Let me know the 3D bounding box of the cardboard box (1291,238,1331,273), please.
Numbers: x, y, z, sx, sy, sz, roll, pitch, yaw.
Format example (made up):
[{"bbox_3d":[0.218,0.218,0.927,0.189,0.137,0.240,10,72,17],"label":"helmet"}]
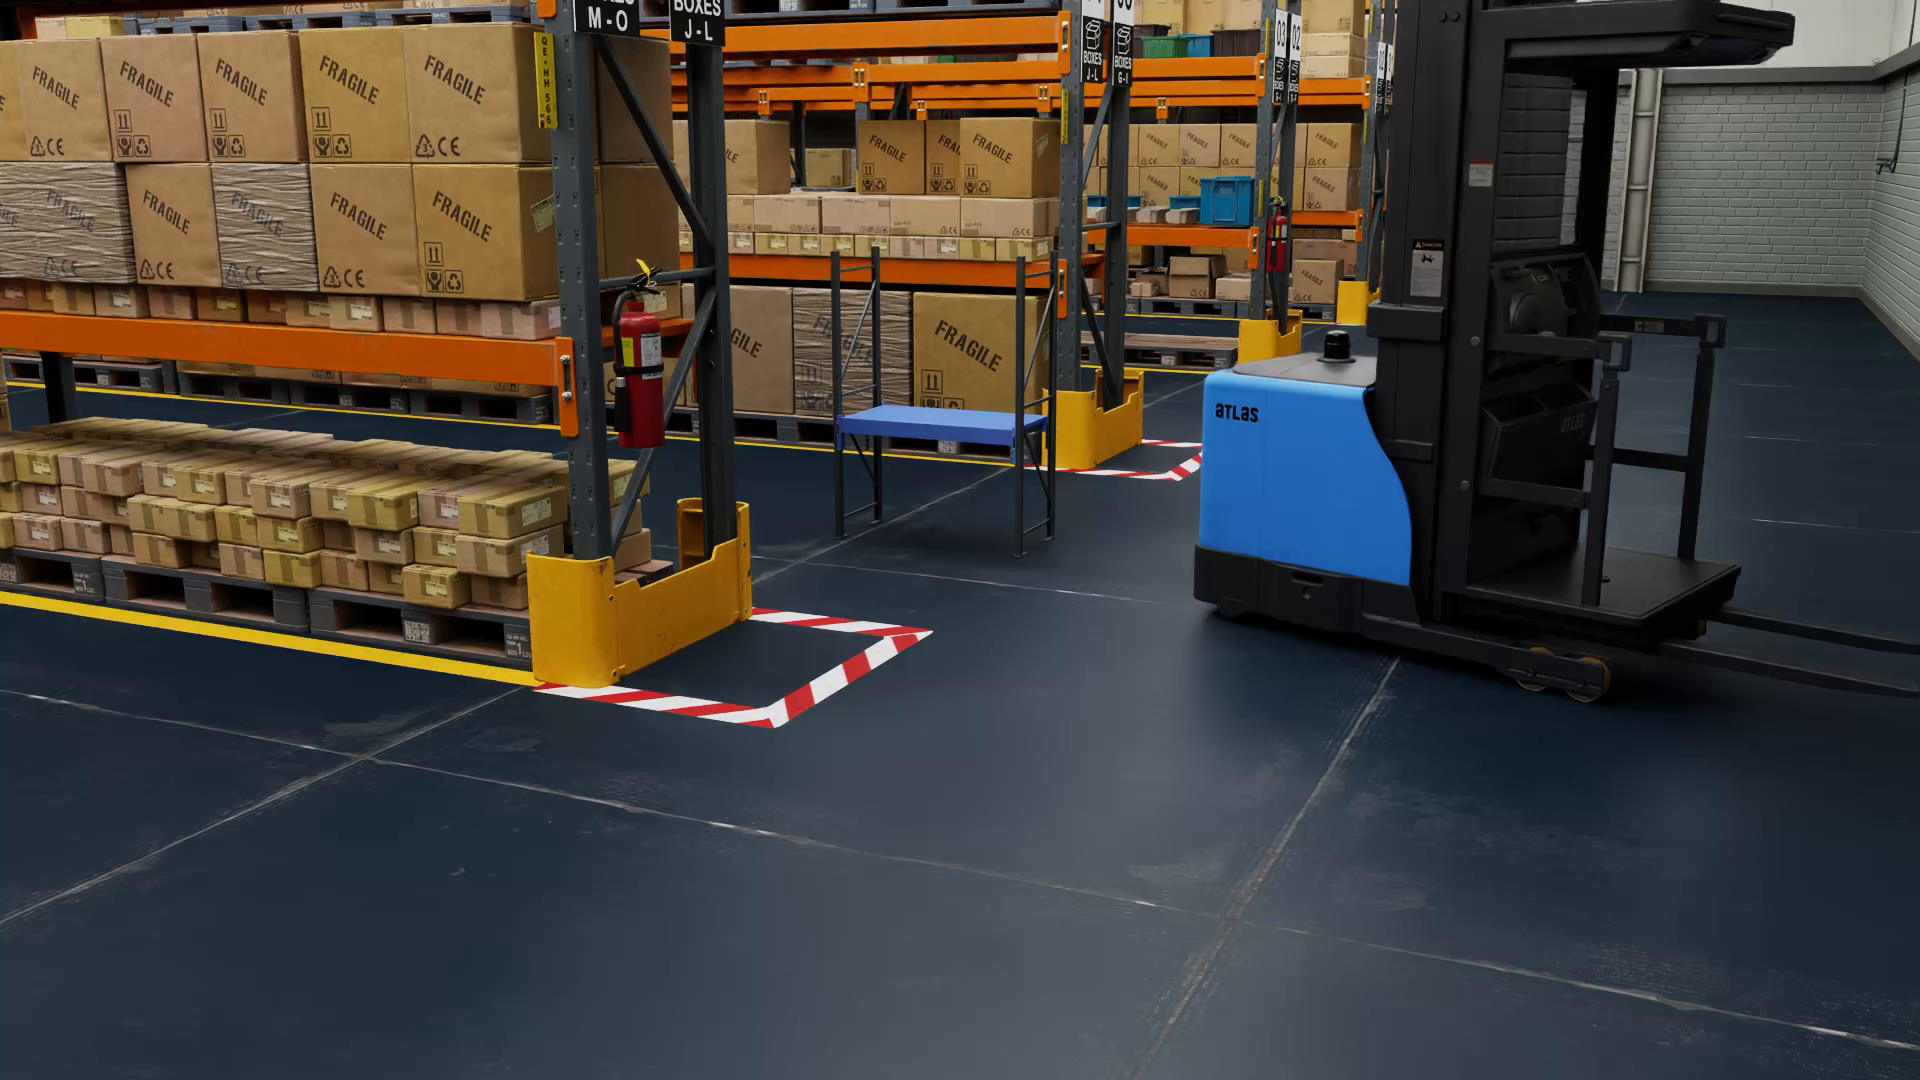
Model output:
[{"bbox_3d":[5.302,-4.274,24.954,0.500,0.500,0.700,5,14,21],"label":"cardboard box"}]

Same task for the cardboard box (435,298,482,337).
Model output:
[{"bbox_3d":[-1.844,-0.899,6.569,0.250,0.149,0.380,6,14,23],"label":"cardboard box"}]

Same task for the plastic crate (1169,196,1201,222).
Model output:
[{"bbox_3d":[2.194,-3.181,15.978,0.300,0.233,0.416,6,14,23],"label":"plastic crate"}]

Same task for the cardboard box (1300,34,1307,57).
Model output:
[{"bbox_3d":[3.867,-5.786,19.513,0.500,0.250,0.500,6,14,23],"label":"cardboard box"}]

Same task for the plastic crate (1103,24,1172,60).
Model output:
[{"bbox_3d":[1.602,-4.709,15.827,0.767,0.338,0.504,6,14,23],"label":"plastic crate"}]

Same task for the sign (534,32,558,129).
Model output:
[{"bbox_3d":[-1.463,-1.623,5.878,0.005,0.325,0.100,6,14,23],"label":"sign"}]

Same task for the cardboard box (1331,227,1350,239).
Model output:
[{"bbox_3d":[5.723,-4.597,24.912,0.250,0.149,0.380,6,14,24],"label":"cardboard box"}]

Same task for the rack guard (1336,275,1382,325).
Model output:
[{"bbox_3d":[4.828,-2.905,20.039,0.348,0.500,1.175,6,14,23],"label":"rack guard"}]

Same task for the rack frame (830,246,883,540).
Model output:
[{"bbox_3d":[-0.543,-0.785,8.818,0.032,1.500,0.500,6,14,23],"label":"rack frame"}]

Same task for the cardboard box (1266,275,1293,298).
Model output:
[{"bbox_3d":[4.058,-3.146,20.651,0.500,0.250,0.500,6,14,23],"label":"cardboard box"}]

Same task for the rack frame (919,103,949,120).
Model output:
[{"bbox_3d":[-0.414,-5.890,27.289,0.127,3.000,1.000,6,14,23],"label":"rack frame"}]

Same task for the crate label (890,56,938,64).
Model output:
[{"bbox_3d":[-0.439,-4.677,16.131,0.466,0.136,0.293,6,14,23],"label":"crate label"}]

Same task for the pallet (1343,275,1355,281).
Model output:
[{"bbox_3d":[6.138,-3.850,24.699,1.213,0.211,1.003,6,14,23],"label":"pallet"}]

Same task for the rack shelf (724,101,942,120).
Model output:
[{"bbox_3d":[-2.242,-7.185,27.817,4.000,0.370,1.077,6,14,23],"label":"rack shelf"}]

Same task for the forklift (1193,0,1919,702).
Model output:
[{"bbox_3d":[2.464,-0.958,6.423,3.031,2.935,1.130,12,18,41],"label":"forklift"}]

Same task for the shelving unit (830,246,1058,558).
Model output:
[{"bbox_3d":[-0.078,-0.738,8.617,1.048,1.500,0.538,6,14,23],"label":"shelving unit"}]

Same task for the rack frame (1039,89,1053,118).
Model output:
[{"bbox_3d":[1.240,-4.485,21.301,0.127,3.000,1.000,6,14,23],"label":"rack frame"}]

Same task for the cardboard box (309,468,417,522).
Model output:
[{"bbox_3d":[-2.512,-0.191,7.023,0.250,0.149,0.380,5,14,21],"label":"cardboard box"}]

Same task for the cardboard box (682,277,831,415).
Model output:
[{"bbox_3d":[-1.382,-1.425,11.993,0.875,0.875,0.875,6,14,23],"label":"cardboard box"}]

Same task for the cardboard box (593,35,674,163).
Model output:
[{"bbox_3d":[-1.523,-1.796,6.786,0.500,0.500,0.500,6,14,23],"label":"cardboard box"}]

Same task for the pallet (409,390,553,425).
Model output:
[{"bbox_3d":[-3.512,-1.114,13.040,1.213,0.211,1.003,6,14,23],"label":"pallet"}]

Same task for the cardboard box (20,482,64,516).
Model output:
[{"bbox_3d":[-4.170,-0.231,7.841,0.250,0.149,0.380,6,14,23],"label":"cardboard box"}]

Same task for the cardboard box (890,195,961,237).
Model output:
[{"bbox_3d":[-0.132,-2.154,11.046,0.500,0.250,0.500,6,14,22],"label":"cardboard box"}]

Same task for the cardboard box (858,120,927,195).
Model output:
[{"bbox_3d":[-0.381,-2.676,11.630,0.500,0.500,0.500,5,14,22],"label":"cardboard box"}]

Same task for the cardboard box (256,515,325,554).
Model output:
[{"bbox_3d":[-2.772,-0.063,7.126,0.250,0.149,0.380,6,14,24],"label":"cardboard box"}]

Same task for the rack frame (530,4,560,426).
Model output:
[{"bbox_3d":[-2.775,-2.416,12.485,0.127,3.000,1.000,6,14,23],"label":"rack frame"}]

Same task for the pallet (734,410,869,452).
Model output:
[{"bbox_3d":[-0.993,-0.859,11.954,1.213,0.211,1.003,6,14,23],"label":"pallet"}]

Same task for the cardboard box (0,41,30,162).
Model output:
[{"bbox_3d":[-4.083,-1.932,7.364,0.500,0.500,0.500,5,14,22],"label":"cardboard box"}]

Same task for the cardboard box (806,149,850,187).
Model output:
[{"bbox_3d":[-1.795,-5.073,22.671,0.500,0.500,0.700,1,13,4],"label":"cardboard box"}]

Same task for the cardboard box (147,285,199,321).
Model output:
[{"bbox_3d":[-3.263,-1.046,7.195,0.250,0.149,0.380,6,15,25],"label":"cardboard box"}]

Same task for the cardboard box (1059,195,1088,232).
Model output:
[{"bbox_3d":[0.552,-2.218,11.320,0.500,0.250,0.500,5,14,22],"label":"cardboard box"}]

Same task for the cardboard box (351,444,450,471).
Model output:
[{"bbox_3d":[-2.550,-0.329,7.608,0.250,0.149,0.380,6,15,25],"label":"cardboard box"}]

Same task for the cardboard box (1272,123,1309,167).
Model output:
[{"bbox_3d":[3.917,-4.680,19.727,0.500,0.500,0.500,6,15,25],"label":"cardboard box"}]

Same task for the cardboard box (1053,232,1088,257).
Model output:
[{"bbox_3d":[0.691,-2.025,11.370,0.250,0.149,0.380,6,14,24],"label":"cardboard box"}]

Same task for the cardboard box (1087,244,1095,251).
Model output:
[{"bbox_3d":[1.783,-4.792,26.398,0.750,0.750,0.750,6,15,25],"label":"cardboard box"}]

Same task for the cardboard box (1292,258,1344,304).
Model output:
[{"bbox_3d":[4.301,-3.111,19.954,0.500,0.500,0.500,6,14,23],"label":"cardboard box"}]

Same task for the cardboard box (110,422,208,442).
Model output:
[{"bbox_3d":[-3.966,-0.480,8.253,0.250,0.149,0.380,6,14,23],"label":"cardboard box"}]

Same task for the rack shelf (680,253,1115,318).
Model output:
[{"bbox_3d":[-0.947,-1.881,11.778,4.000,0.370,1.077,6,14,23],"label":"rack shelf"}]

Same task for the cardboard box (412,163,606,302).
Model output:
[{"bbox_3d":[-1.735,-1.200,6.435,0.500,0.500,0.500,6,15,24],"label":"cardboard box"}]

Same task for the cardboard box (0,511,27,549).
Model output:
[{"bbox_3d":[-4.431,-0.080,7.853,0.250,0.149,0.380,6,15,25],"label":"cardboard box"}]

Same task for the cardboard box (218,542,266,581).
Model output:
[{"bbox_3d":[-3.000,0.054,7.280,0.250,0.149,0.380,6,15,24],"label":"cardboard box"}]

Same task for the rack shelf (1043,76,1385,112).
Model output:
[{"bbox_3d":[3.069,-5.410,20.252,4.000,0.370,1.077,6,14,23],"label":"rack shelf"}]

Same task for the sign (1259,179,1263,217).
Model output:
[{"bbox_3d":[2.680,-3.043,14.801,0.005,0.325,0.100,6,14,23],"label":"sign"}]

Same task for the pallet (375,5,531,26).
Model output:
[{"bbox_3d":[-3.634,-3.858,12.481,1.217,0.209,0.805,5,14,21],"label":"pallet"}]

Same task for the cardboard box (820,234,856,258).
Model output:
[{"bbox_3d":[-0.749,-2.006,11.286,0.250,0.149,0.380,6,14,23],"label":"cardboard box"}]

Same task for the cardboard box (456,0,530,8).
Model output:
[{"bbox_3d":[-3.310,-4.181,12.302,0.500,0.500,0.700,6,15,25],"label":"cardboard box"}]

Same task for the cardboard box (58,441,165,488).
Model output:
[{"bbox_3d":[-3.919,-0.350,7.699,0.250,0.149,0.380,5,14,22],"label":"cardboard box"}]

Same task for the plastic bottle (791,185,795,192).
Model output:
[{"bbox_3d":[-1.742,-3.443,16.970,0.185,0.351,0.144,6,14,23],"label":"plastic bottle"}]

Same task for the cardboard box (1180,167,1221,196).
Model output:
[{"bbox_3d":[2.987,-4.289,20.248,0.500,0.500,0.500,6,14,22],"label":"cardboard box"}]

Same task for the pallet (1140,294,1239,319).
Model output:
[{"bbox_3d":[2.987,-2.951,20.868,1.213,0.211,1.003,6,14,23],"label":"pallet"}]

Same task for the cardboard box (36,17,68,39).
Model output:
[{"bbox_3d":[-7.426,-4.209,13.889,0.500,0.250,0.500,6,14,23],"label":"cardboard box"}]

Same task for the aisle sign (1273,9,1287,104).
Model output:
[{"bbox_3d":[2.835,-4.278,14.730,0.004,0.787,0.394,6,14,23],"label":"aisle sign"}]

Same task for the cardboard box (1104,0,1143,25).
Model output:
[{"bbox_3d":[2.100,-6.368,20.351,0.500,0.500,0.700,6,14,23],"label":"cardboard box"}]

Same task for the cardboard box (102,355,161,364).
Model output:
[{"bbox_3d":[-7.053,-1.841,14.544,0.500,0.500,0.700,5,14,20],"label":"cardboard box"}]

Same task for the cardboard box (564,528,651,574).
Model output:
[{"bbox_3d":[-1.569,0.049,7.301,0.250,0.149,0.380,6,15,24],"label":"cardboard box"}]
